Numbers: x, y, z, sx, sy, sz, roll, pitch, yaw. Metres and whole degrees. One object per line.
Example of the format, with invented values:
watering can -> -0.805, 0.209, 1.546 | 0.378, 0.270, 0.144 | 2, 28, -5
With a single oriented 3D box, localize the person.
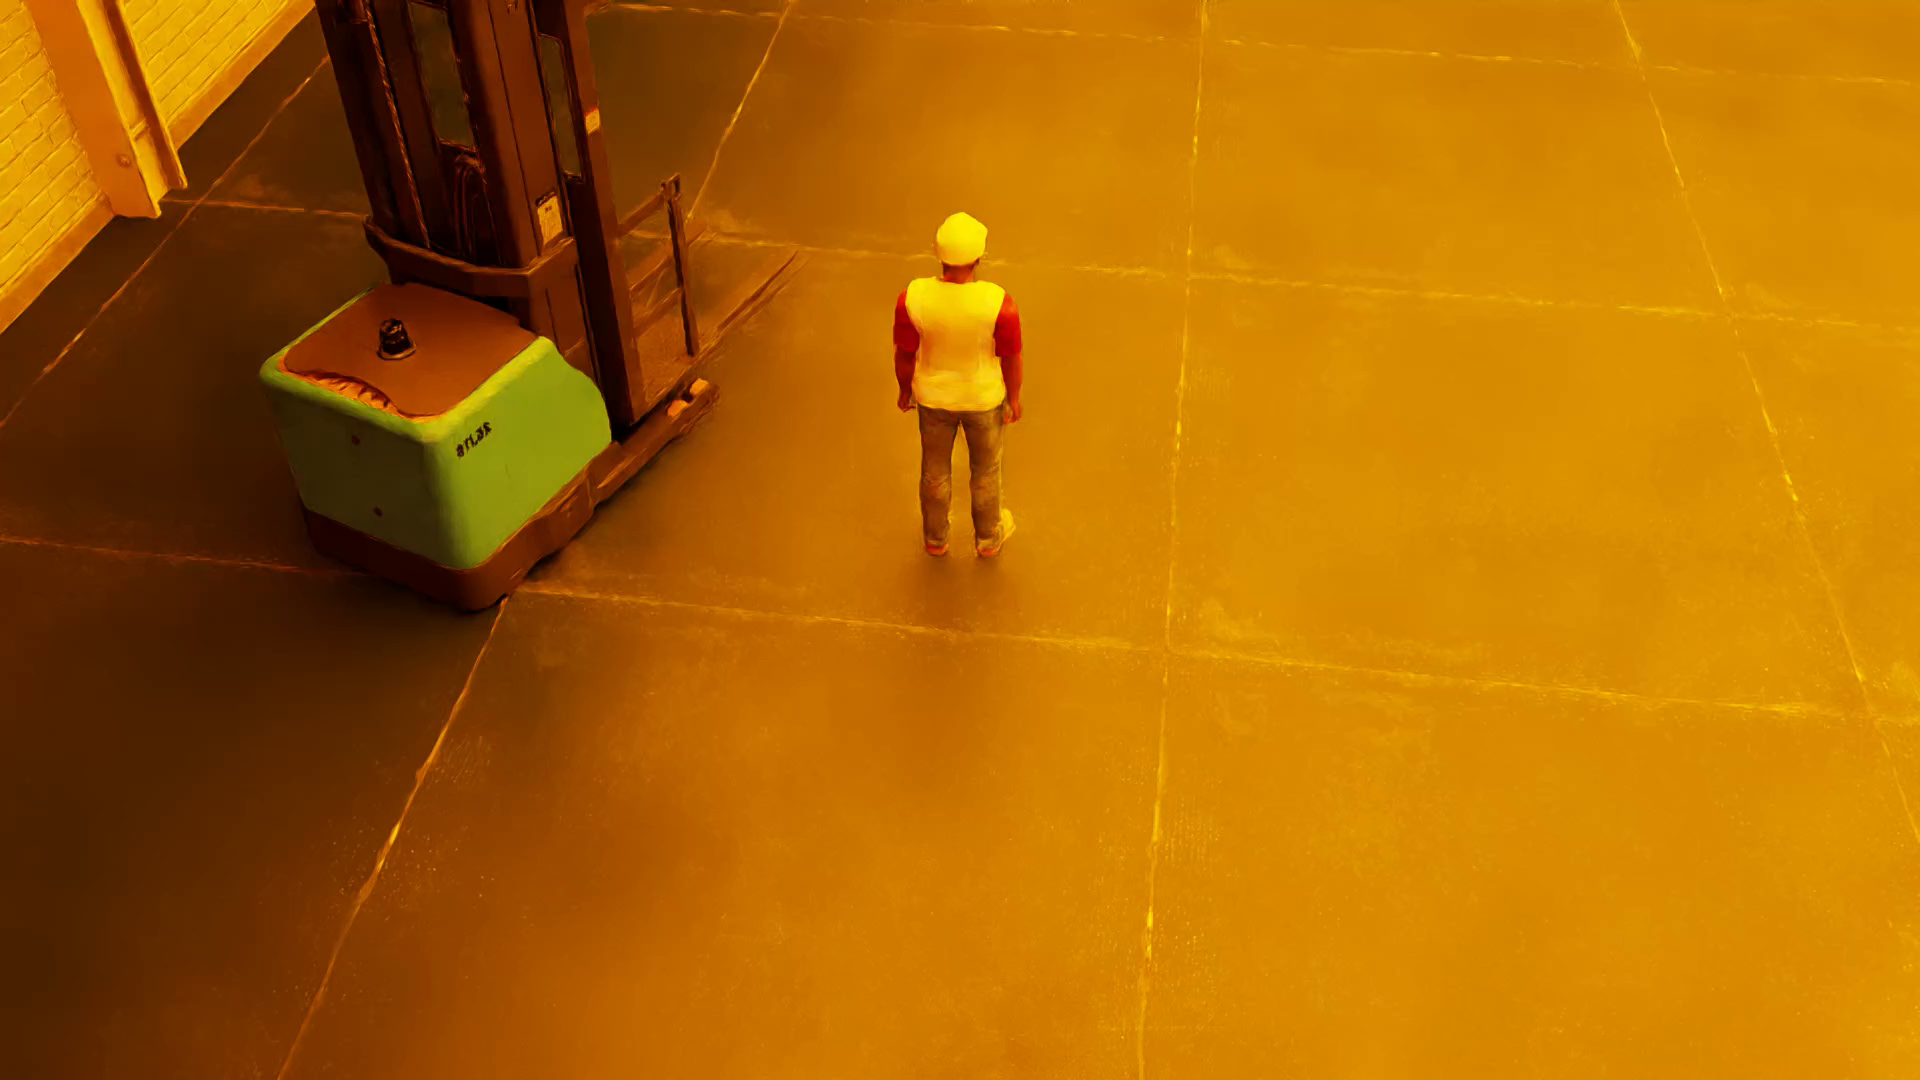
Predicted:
person -> 0.000, -0.660, 7.302 | 0.559, 1.771, 0.367 | 5, 43, 6

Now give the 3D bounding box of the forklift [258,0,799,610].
forklift -> -1.903, -1.757, 7.637 | 1.130, 2.935, 3.031 | 19, 46, 20
